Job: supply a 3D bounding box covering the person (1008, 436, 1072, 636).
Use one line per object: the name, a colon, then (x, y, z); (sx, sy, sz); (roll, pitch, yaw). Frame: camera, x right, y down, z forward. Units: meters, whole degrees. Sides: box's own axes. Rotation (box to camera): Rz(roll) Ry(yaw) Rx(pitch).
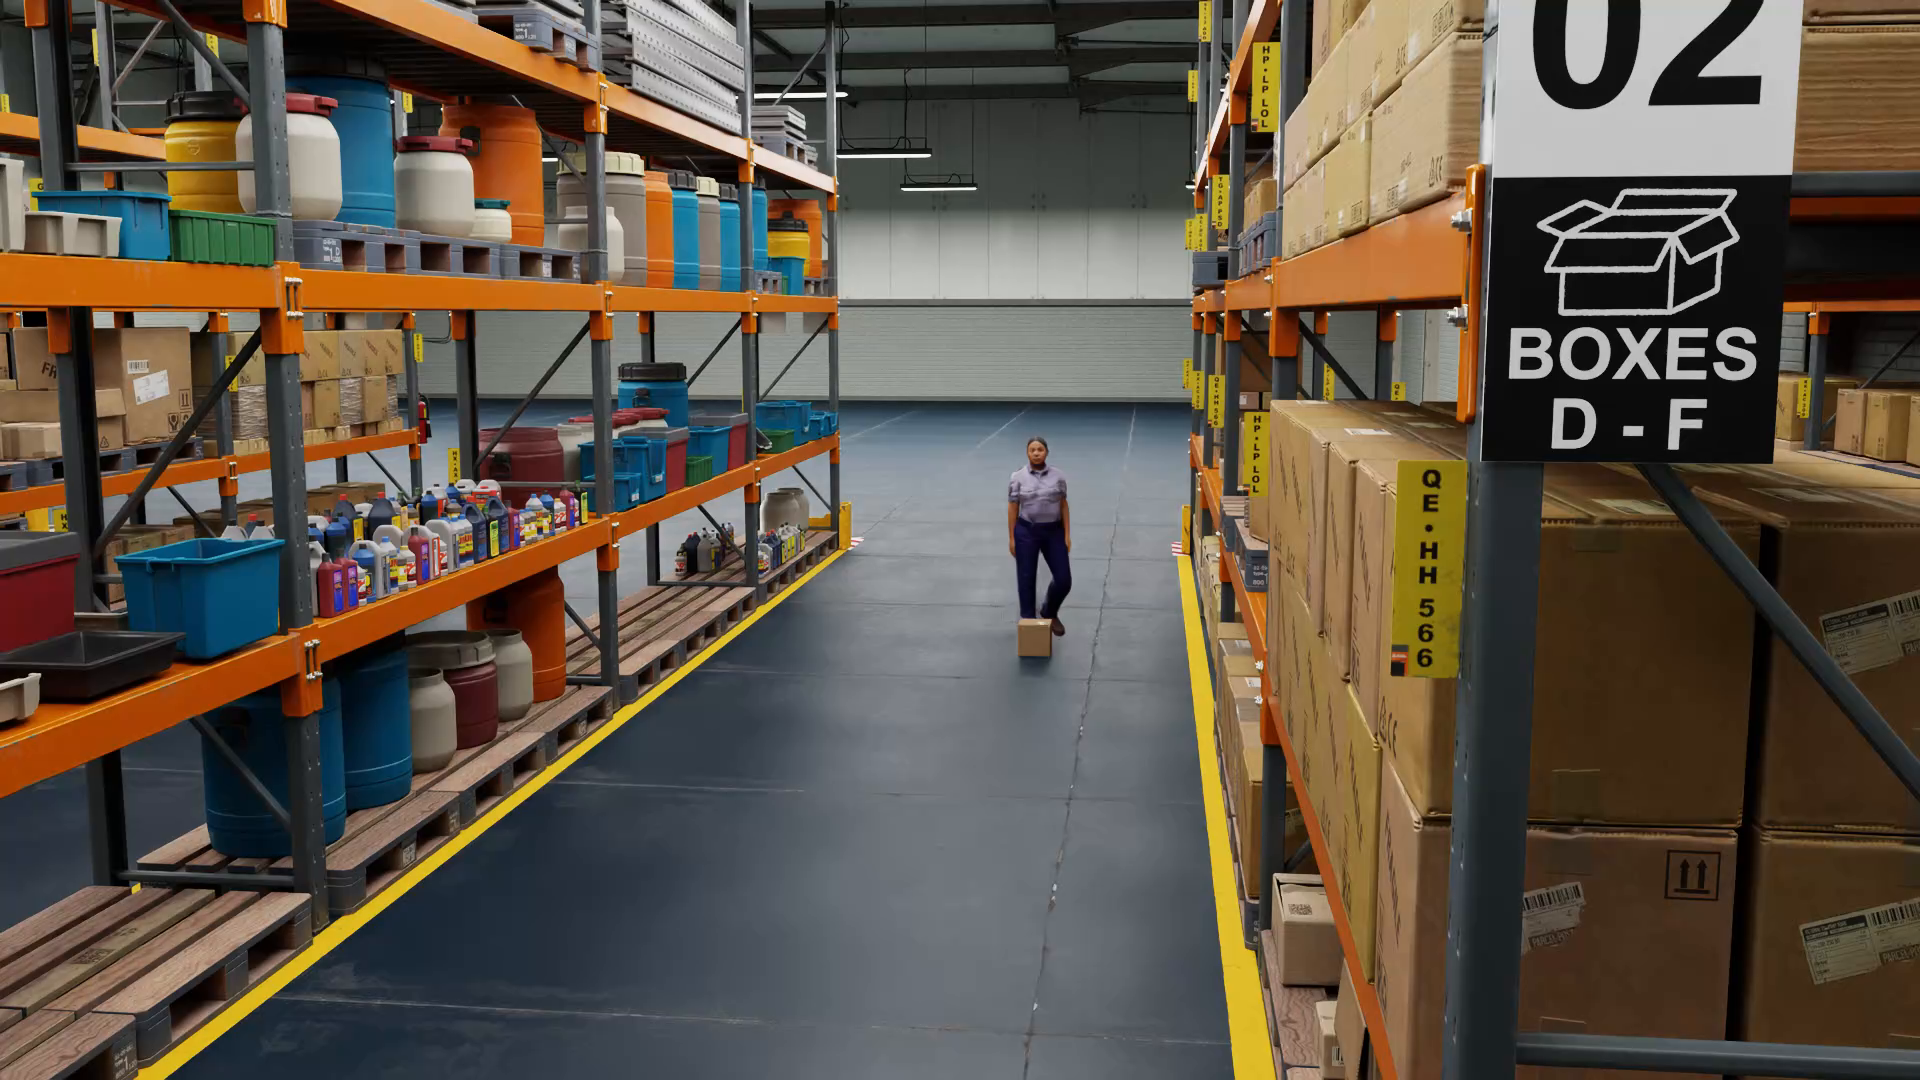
person: (0.629, -0.016, 13.358); (0.501, 1.649, 0.443); (-1, 8, -8)
